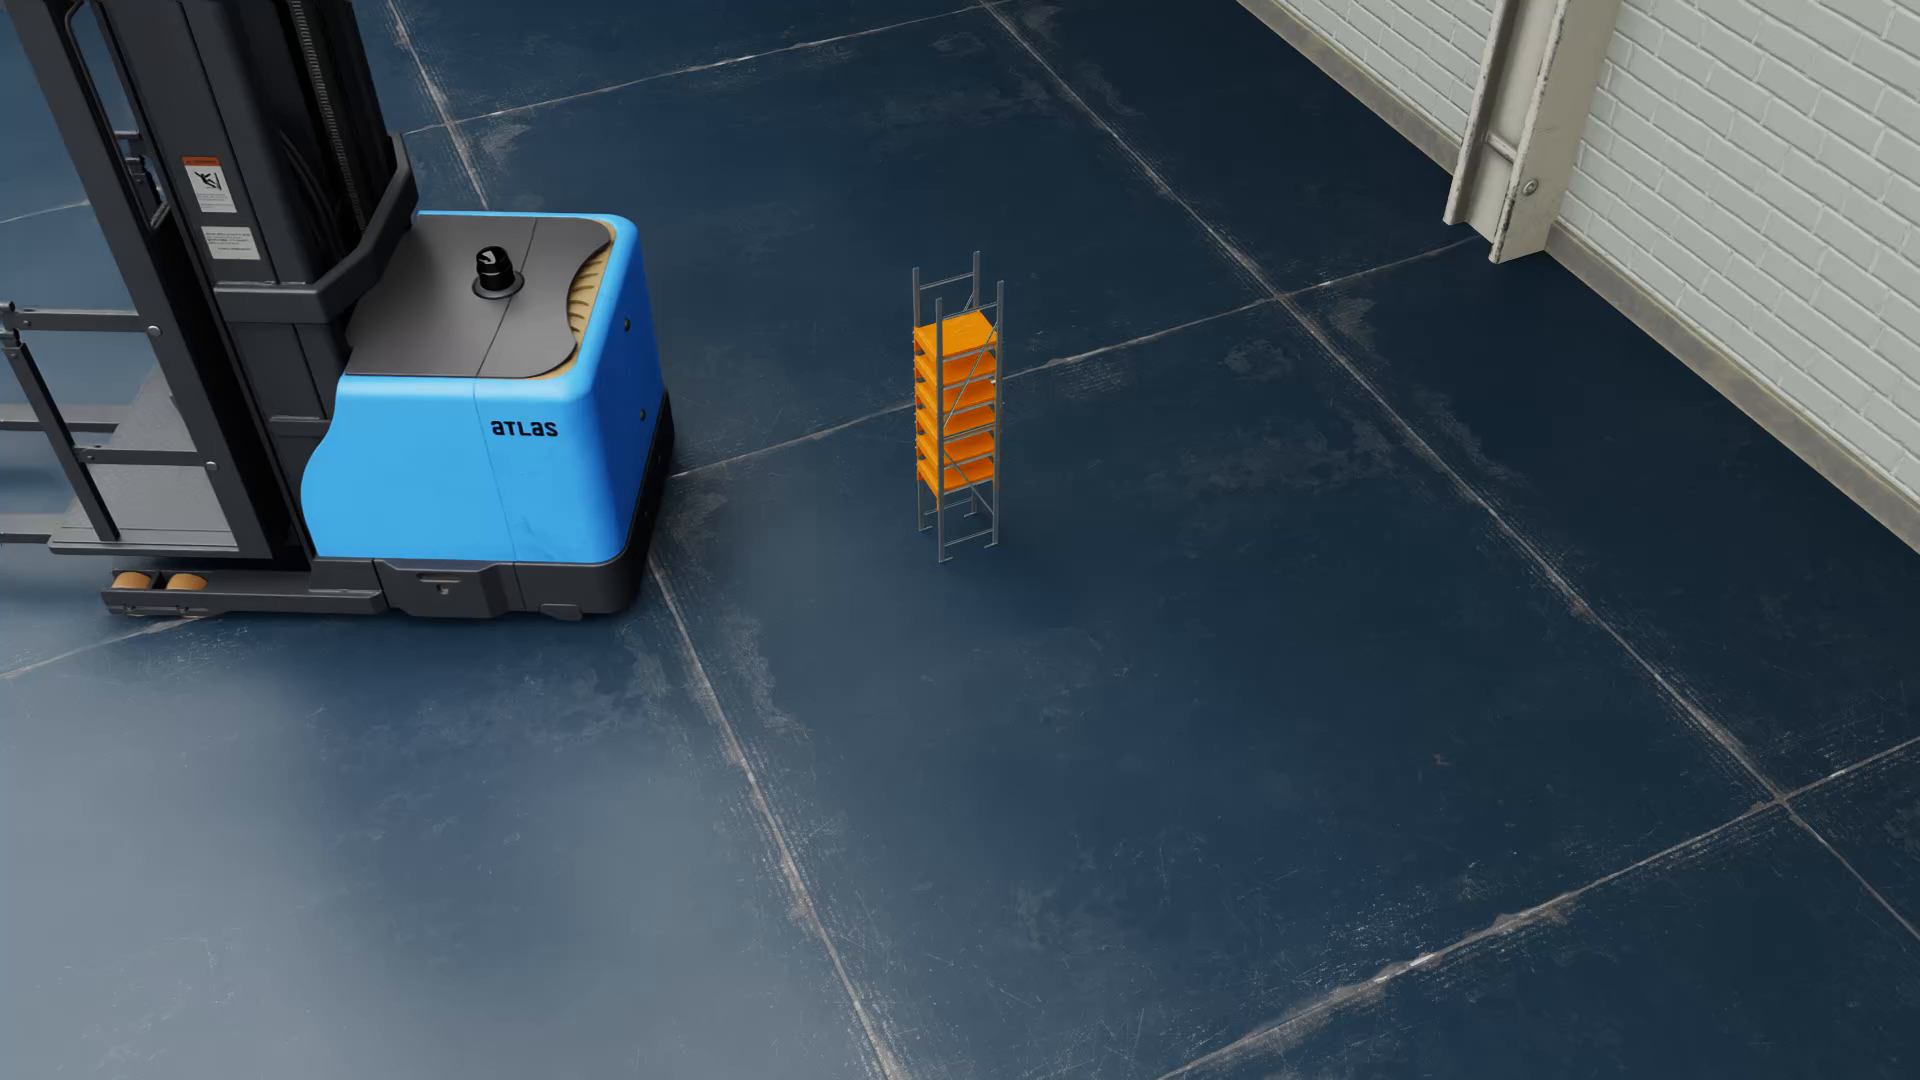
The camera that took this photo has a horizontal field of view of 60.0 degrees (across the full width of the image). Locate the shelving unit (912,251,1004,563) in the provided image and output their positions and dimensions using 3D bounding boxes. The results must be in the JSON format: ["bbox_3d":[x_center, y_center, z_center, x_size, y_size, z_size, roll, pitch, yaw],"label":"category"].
[{"bbox_3d":[-0.006,-0.436,5.838,0.258,1.200,0.189,-18,47,-17],"label":"shelving unit"}]

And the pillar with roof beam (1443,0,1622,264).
[{"bbox_3d":[-1.431,-3.350,3.238,9.100,9.000,0.400,-18,47,-17],"label":"pillar with roof beam"}]

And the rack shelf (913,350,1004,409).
[{"bbox_3d":[-0.006,-0.576,5.701,0.258,0.103,0.180,-18,47,-17],"label":"rack shelf"}]

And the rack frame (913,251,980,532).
[{"bbox_3d":[-0.045,-0.495,5.897,0.240,1.200,0.006,-18,47,-17],"label":"rack frame"}]

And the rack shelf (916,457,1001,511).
[{"bbox_3d":[-0.006,-0.234,6.038,0.258,0.103,0.180,-18,47,-17],"label":"rack shelf"}]

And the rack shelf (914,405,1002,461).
[{"bbox_3d":[-0.006,-0.405,5.869,0.258,0.103,0.180,-18,47,-17],"label":"rack shelf"}]

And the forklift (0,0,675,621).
[{"bbox_3d":[-2.652,-1.135,5.313,3.031,2.935,1.130,1,45,1],"label":"forklift"}]

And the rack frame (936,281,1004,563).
[{"bbox_3d":[0.032,-0.378,5.779,0.240,1.200,0.006,-18,47,-17],"label":"rack frame"}]

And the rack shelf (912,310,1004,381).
[{"bbox_3d":[-0.006,-0.661,5.616,0.258,0.103,0.180,-18,47,-17],"label":"rack shelf"}]

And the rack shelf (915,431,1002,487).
[{"bbox_3d":[-0.006,-0.319,5.953,0.258,0.103,0.180,-18,47,-17],"label":"rack shelf"}]

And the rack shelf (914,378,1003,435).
[{"bbox_3d":[-0.006,-0.490,5.785,0.258,0.103,0.180,-18,47,-17],"label":"rack shelf"}]
